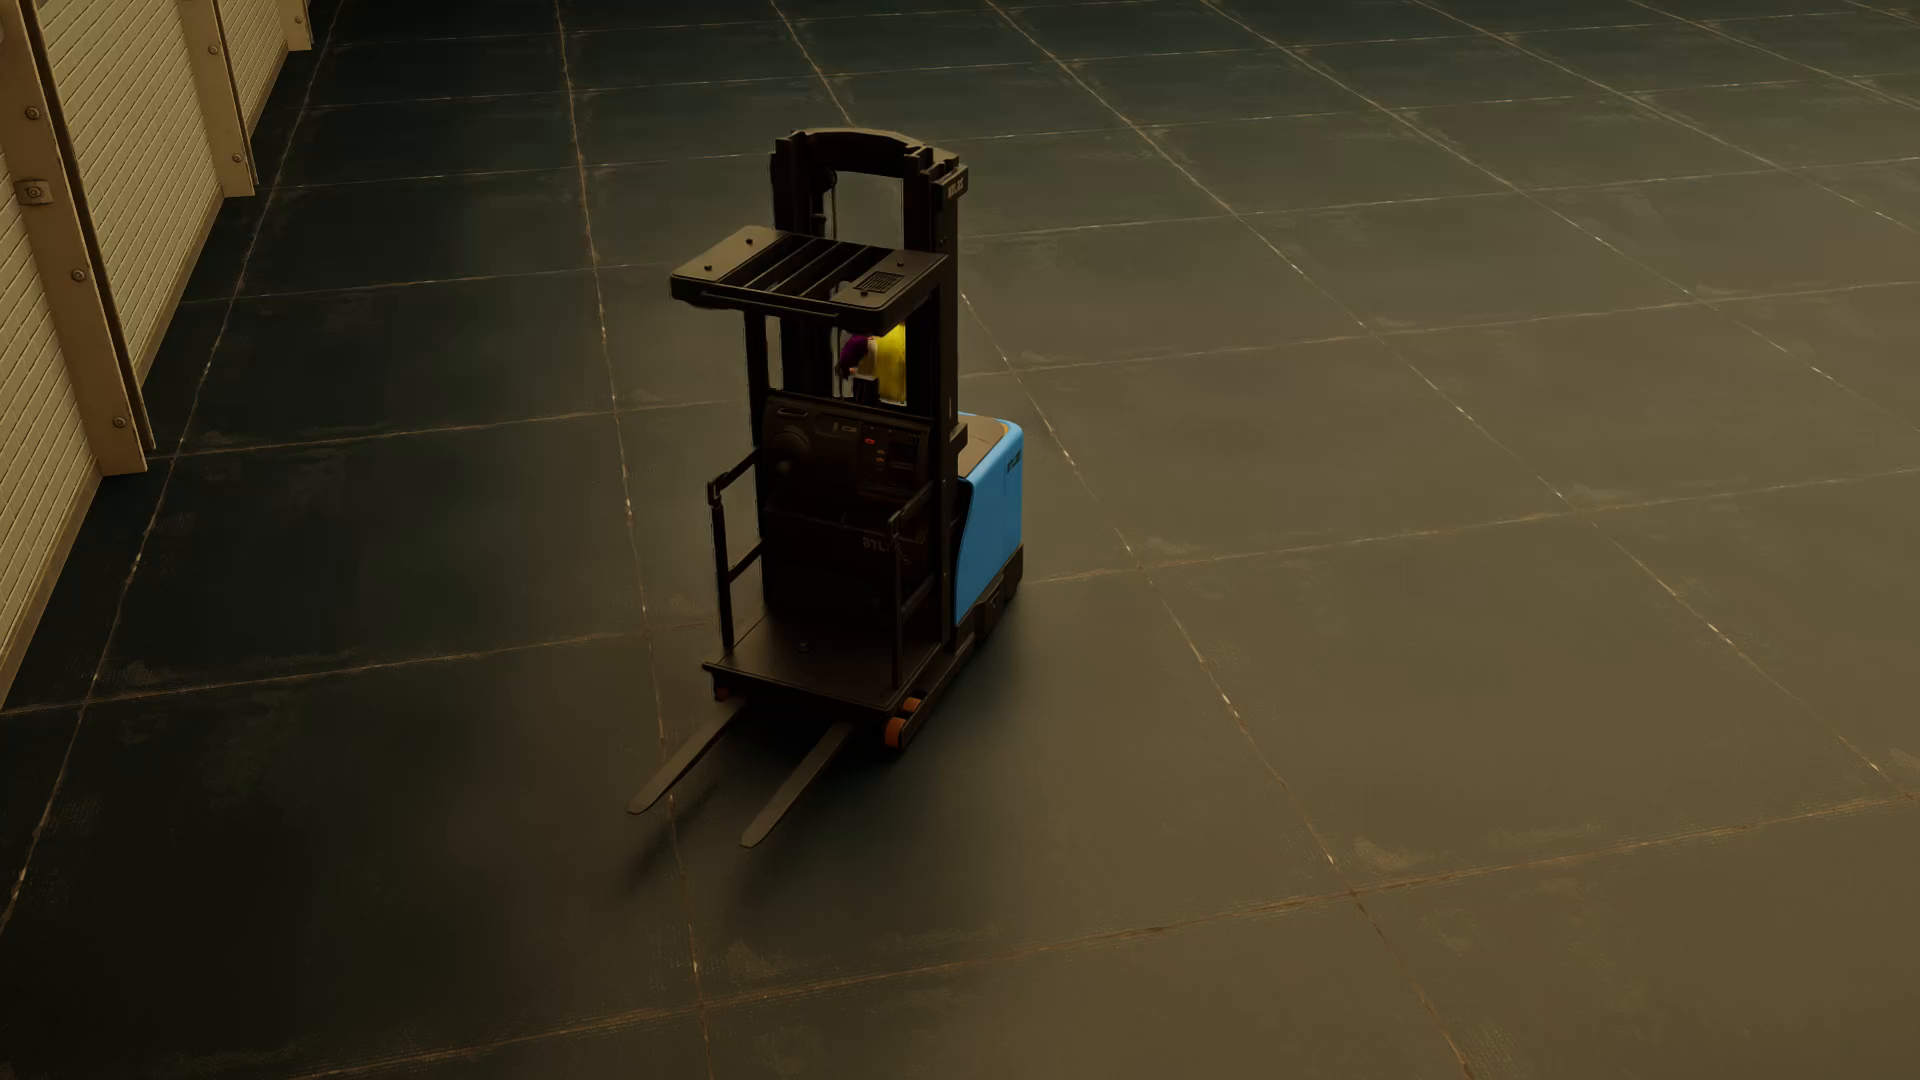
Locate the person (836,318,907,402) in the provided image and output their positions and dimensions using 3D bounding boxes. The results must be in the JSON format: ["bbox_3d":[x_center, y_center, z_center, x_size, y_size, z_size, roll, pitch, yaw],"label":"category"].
[{"bbox_3d":[-0.359,-0.956,10.581,0.825,1.586,0.794,0,30,-1],"label":"person"}]

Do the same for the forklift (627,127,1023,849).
[{"bbox_3d":[-0.670,-0.427,8.312,1.130,2.935,3.031,12,32,20],"label":"forklift"}]
